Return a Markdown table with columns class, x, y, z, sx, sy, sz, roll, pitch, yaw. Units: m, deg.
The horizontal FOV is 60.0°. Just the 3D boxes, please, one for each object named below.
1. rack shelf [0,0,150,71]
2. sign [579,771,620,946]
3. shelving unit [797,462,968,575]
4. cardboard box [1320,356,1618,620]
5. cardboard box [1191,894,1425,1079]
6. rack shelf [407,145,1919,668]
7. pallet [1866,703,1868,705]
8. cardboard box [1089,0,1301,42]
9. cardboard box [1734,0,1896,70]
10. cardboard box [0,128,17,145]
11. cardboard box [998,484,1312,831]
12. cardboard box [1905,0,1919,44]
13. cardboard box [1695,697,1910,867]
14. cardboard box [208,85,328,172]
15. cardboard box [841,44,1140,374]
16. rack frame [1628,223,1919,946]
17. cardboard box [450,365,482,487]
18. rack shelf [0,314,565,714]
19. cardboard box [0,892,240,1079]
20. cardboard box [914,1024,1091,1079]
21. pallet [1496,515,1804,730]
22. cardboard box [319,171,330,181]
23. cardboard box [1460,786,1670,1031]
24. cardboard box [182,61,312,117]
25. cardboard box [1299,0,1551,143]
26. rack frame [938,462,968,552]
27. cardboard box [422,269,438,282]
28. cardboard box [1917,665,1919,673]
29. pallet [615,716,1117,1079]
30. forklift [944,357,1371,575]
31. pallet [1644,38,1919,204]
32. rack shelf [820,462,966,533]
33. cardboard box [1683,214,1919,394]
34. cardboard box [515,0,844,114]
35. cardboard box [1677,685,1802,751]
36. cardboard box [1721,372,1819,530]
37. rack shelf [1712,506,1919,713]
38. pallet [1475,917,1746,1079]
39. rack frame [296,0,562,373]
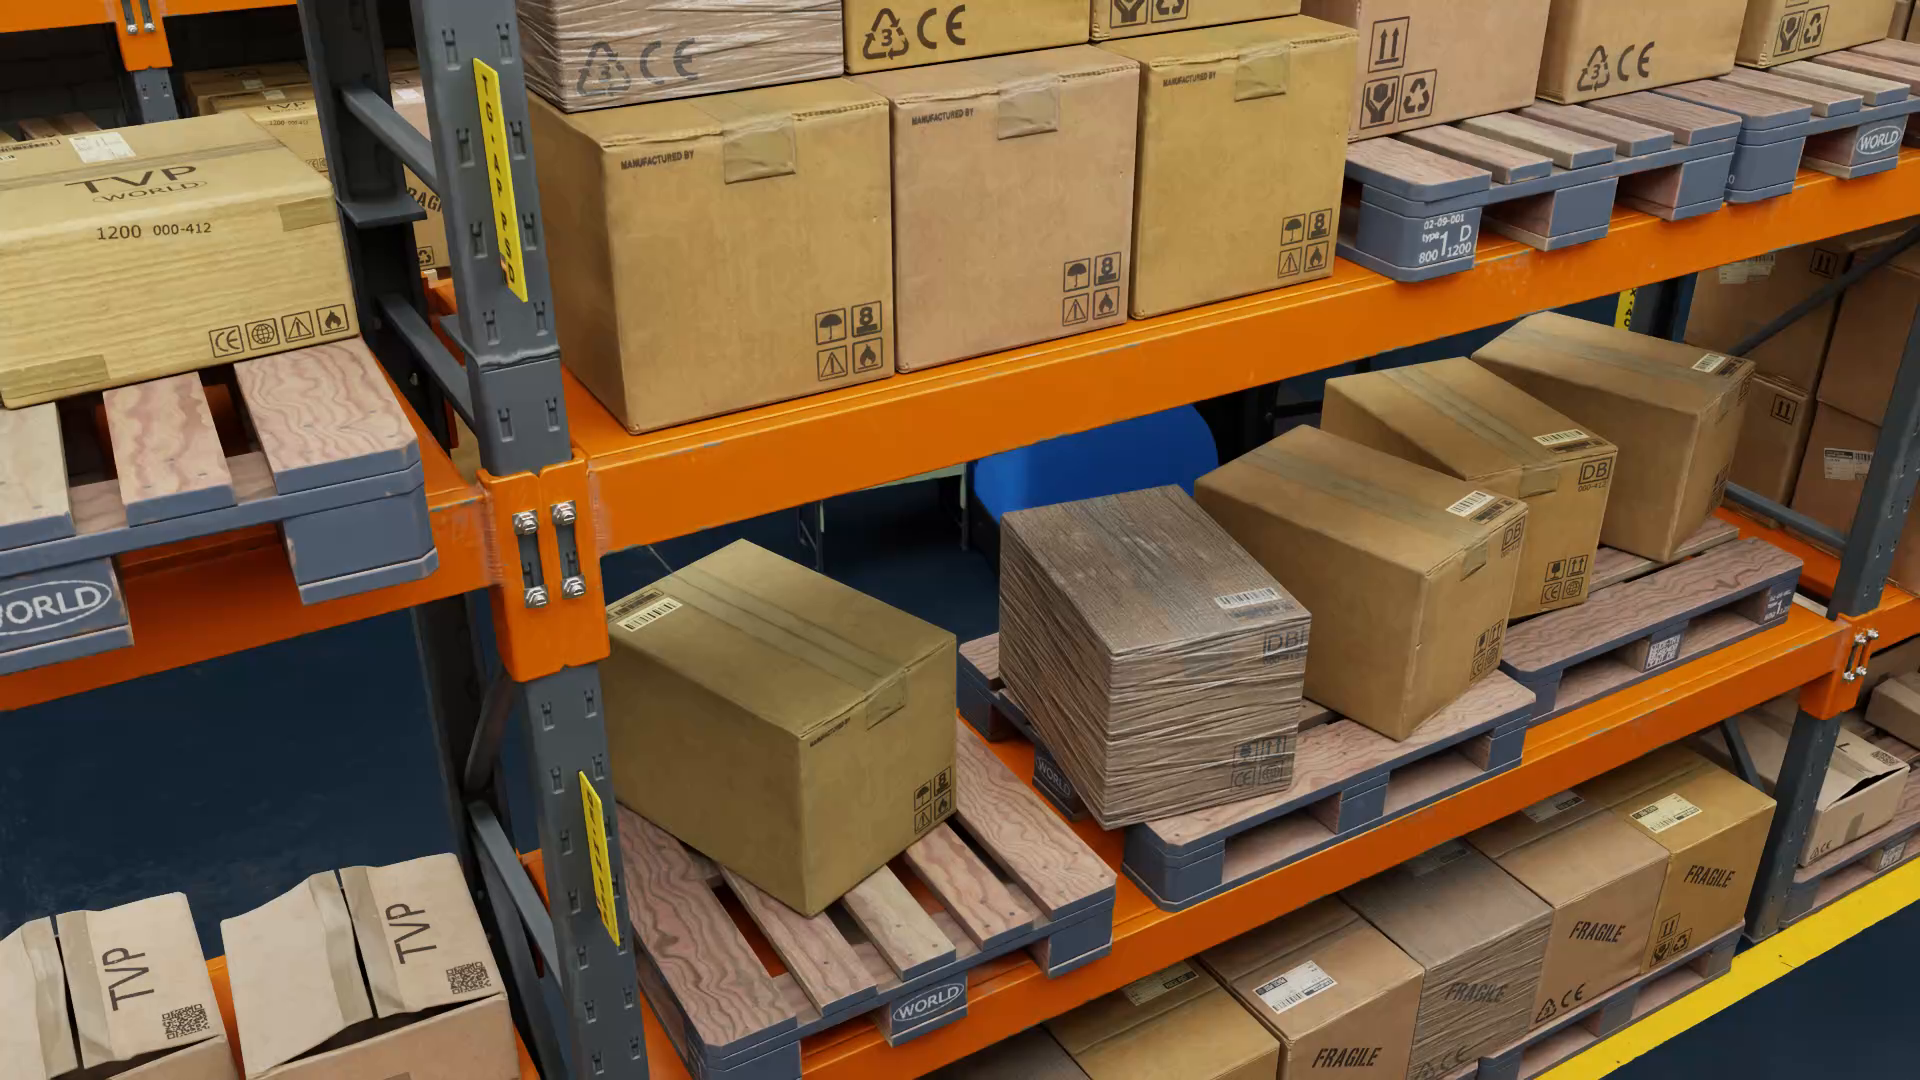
| class | x | y | z | sx | sy | sz | roll | pitch | yaw |
| --- | --- | --- | --- | --- | --- | --- | --- | --- | --- |
| rack shelf | -5.155 | -1.732 | 5.923 | 4.000 | 0.370 | 1.077 | -16 | 33 | -26 |
| sign | -0.634 | 0.563 | 2.926 | 0.005 | 0.325 | 0.100 | -16 | 33 | -26 |
| shelving unit | -0.381 | -0.633 | 7.845 | 0.755 | 1.500 | 0.431 | -10 | 30 | -17 |
| cardboard box | 1.448 | -0.149 | 4.878 | 0.500 | 0.500 | 0.700 | -11 | 31 | -19 |
| cardboard box | 0.950 | 1.368 | 4.798 | 0.500 | 0.500 | 0.500 | -17 | 33 | -28 |
| rack shelf | 0.806 | -0.648 | 3.960 | 4.000 | 0.370 | 1.077 | -16 | 33 | -26 |
| pallet | 4.176 | 0.613 | 6.920 | 1.213 | 0.211 | 1.003 | -16 | 33 | -26 |
| cardboard box | 0.341 | -1.309 | 3.274 | 0.500 | 0.500 | 0.500 | -16 | 33 | -26 |
| cardboard box | 2.059 | -1.631 | 4.356 | 0.600 | 0.600 | 0.600 | -19 | 34 | -31 |
| cardboard box | -3.983 | -1.561 | 6.745 | 0.250 | 0.149 | 0.380 | -22 | 36 | -34 |
| cardboard box | 0.453 | 0.267 | 4.124 | 0.500 | 0.500 | 0.700 | -10 | 30 | -17 |
| cardboard box | 3.075 | -1.403 | 4.738 | 0.500 | 0.250 | 0.500 | -16 | 33 | -26 |
| cardboard box | 3.002 | 0.833 | 5.964 | 0.500 | 0.311 | 0.500 | -16 | 33 | -26 |
| cardboard box | -2.884 | -1.745 | 7.099 | 0.500 | 0.250 | 0.500 | -15 | 32 | -25 |
| cardboard box | -0.119 | -0.763 | 3.320 | 0.500 | 0.500 | 0.910 | -16 | 33 | -26 |
| rack frame | 2.531 | -0.139 | 5.398 | 0.127 | 3.000 | 1.000 | -16 | 33 | -26 |
| cardboard box | -2.731 | -0.591 | 8.006 | 0.750 | 0.750 | 0.750 | -16 | 33 | -27 |
| rack shelf | -2.643 | 0.331 | 2.186 | 4.000 | 0.370 | 1.077 | -16 | 33 | -26 |
| cardboard box | -1.787 | 1.017 | 3.395 | 0.500 | 0.311 | 0.500 | -16 | 33 | -27 |
| cardboard box | 0.068 | 1.619 | 4.344 | 0.500 | 0.500 | 0.500 | -17 | 33 | -28 |
| pallet | 1.786 | 0.095 | 5.172 | 1.213 | 0.211 | 1.003 | -16 | 33 | -26 |
| cardboard box | -2.883 | -1.418 | 7.283 | 0.500 | 0.500 | 0.500 | -15 | 32 | -25 |
| cardboard box | 1.820 | 1.120 | 5.247 | 0.500 | 0.500 | 0.500 | -16 | 33 | -26 |
| cardboard box | -3.171 | -1.953 | 7.476 | 0.500 | 0.250 | 0.500 | -15 | 32 | -25 |
| cardboard box | 0.910 | -1.304 | 3.762 | 0.600 | 0.600 | 0.600 | -17 | 33 | -28 |
| rack frame | -0.036 | -0.693 | 7.953 | 0.023 | 1.500 | 0.400 | -10 | 30 | -17 |
| cardboard box | -2.536 | -1.194 | 7.548 | 0.250 | 0.149 | 0.380 | -15 | 32 | -25 |
| cardboard box | 4.148 | 0.299 | 6.732 | 0.637 | 0.503 | 0.797 | -16 | 33 | -26 |
| pallet | -0.369 | 0.729 | 4.024 | 1.003 | 0.211 | 1.213 | -16 | 33 | -26 |
| forklift | 1.488 | -1.479 | 7.897 | 3.031 | 2.935 | 1.130 | -9 | 30 | -16 |
| pallet | 1.933 | -1.240 | 4.482 | 1.003 | 0.211 | 1.213 | -16 | 33 | -26 |
| rack shelf | -0.381 | -0.348 | 8.003 | 0.720 | 0.370 | 0.431 | -10 | 30 | -17 |
| cardboard box | 2.835 | -0.852 | 5.552 | 0.500 | 0.500 | 0.500 | -16 | 33 | -26 |
| cardboard box | -0.539 | -1.059 | 2.822 | 0.500 | 0.500 | 0.500 | -16 | 33 | -26 |
| cardboard box | 2.878 | 0.505 | 6.362 | 0.500 | 0.500 | 0.500 | -16 | 33 | -26 |
| cardboard box | 2.831 | -0.412 | 5.789 | 0.500 | 0.500 | 0.500 | -15 | 32 | -26 |
| rack shelf | 4.255 | -0.314 | 6.459 | 4.000 | 0.370 | 1.077 | -16 | 33 | -26 |
| pallet | 1.848 | 1.297 | 5.682 | 1.213 | 0.211 | 1.003 | -16 | 33 | -26 |
| rack frame | -0.918 | -1.787 | 2.174 | 0.127 | 3.000 | 1.000 | -16 | 33 | -26 |
